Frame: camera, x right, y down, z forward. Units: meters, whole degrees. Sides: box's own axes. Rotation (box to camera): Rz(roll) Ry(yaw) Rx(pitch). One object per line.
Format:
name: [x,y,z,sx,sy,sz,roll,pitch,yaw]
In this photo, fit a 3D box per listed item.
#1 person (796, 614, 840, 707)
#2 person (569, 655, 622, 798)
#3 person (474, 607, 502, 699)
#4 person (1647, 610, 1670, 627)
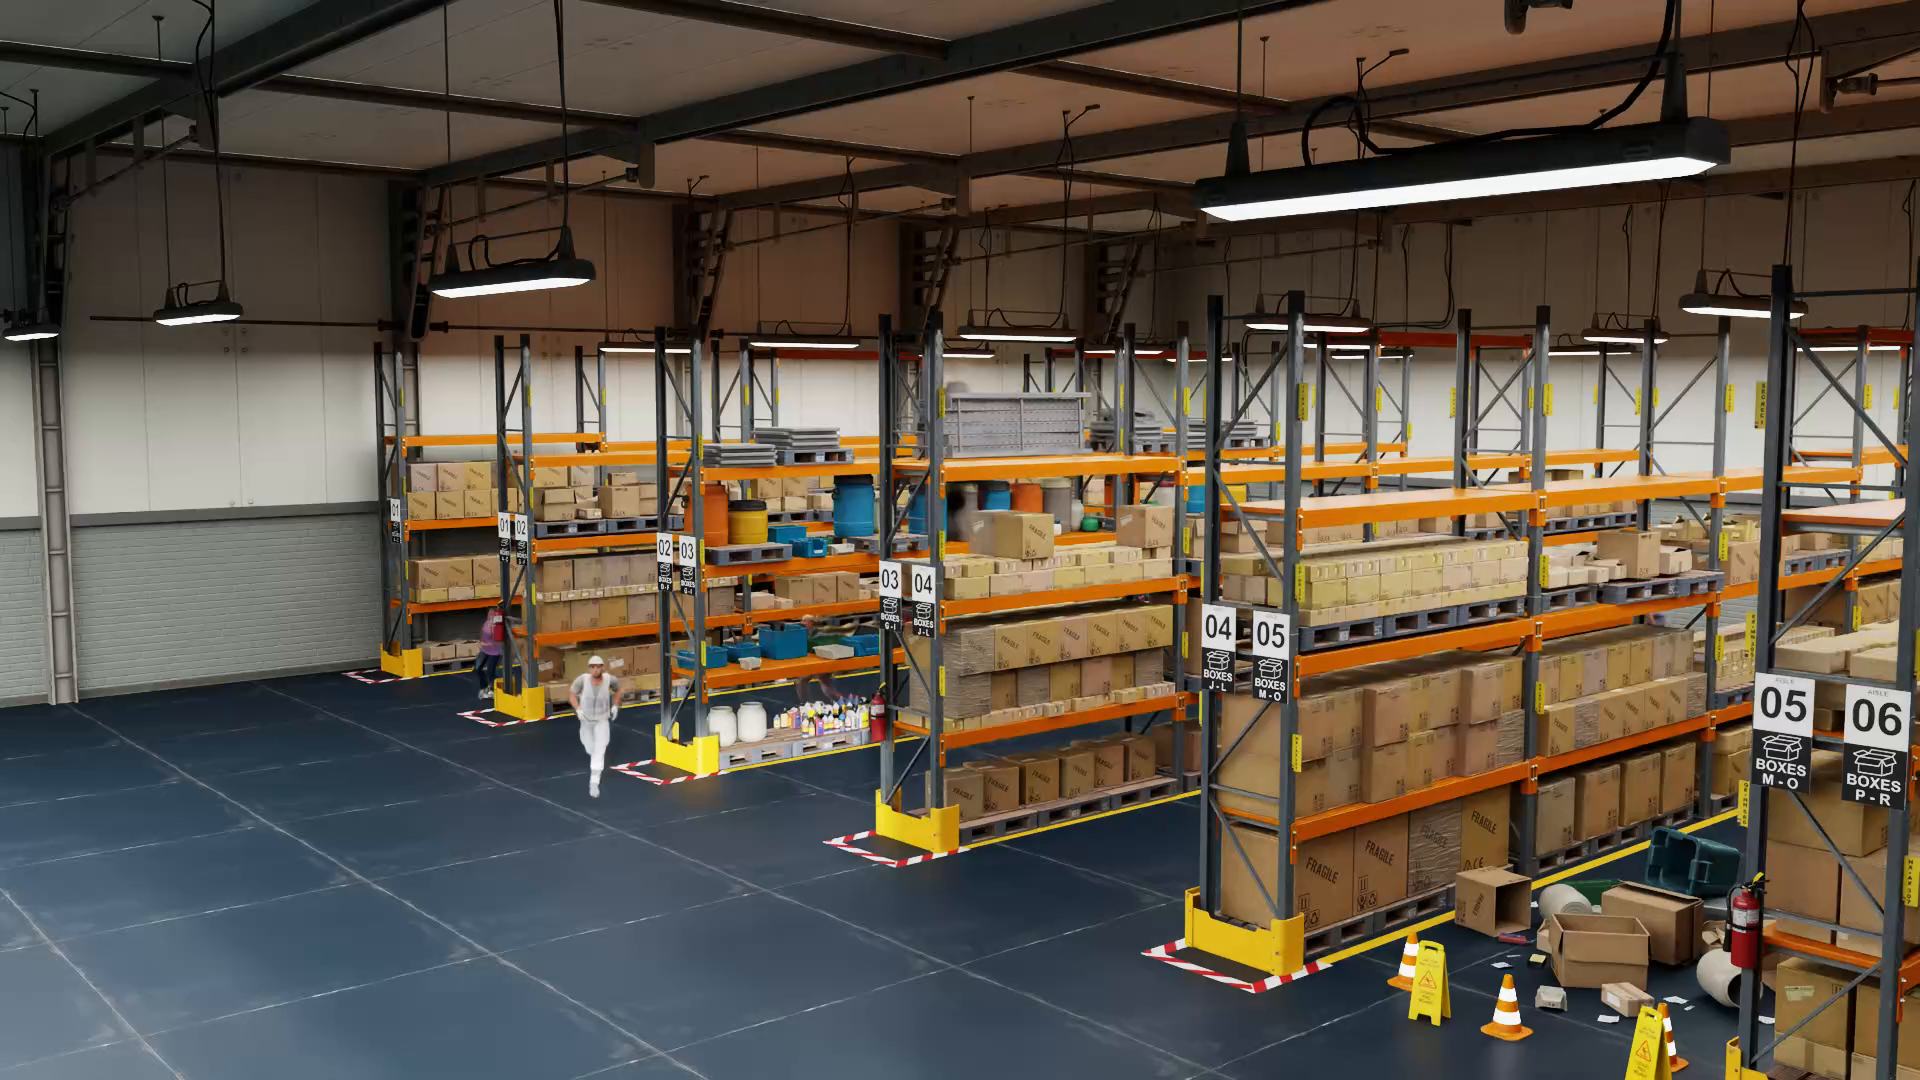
person: [-2.202,1.990,25.870,0.677,1.719,0.912,5,7,45]
person: [-4.715,2.339,21.526,0.659,1.771,1.107,-1,5,-9]
person: [-7.772,1.876,27.556,0.531,1.564,0.588,3,6,26]
person: [12.464,1.659,29.965,0.680,1.633,0.793,-5,7,-43]
